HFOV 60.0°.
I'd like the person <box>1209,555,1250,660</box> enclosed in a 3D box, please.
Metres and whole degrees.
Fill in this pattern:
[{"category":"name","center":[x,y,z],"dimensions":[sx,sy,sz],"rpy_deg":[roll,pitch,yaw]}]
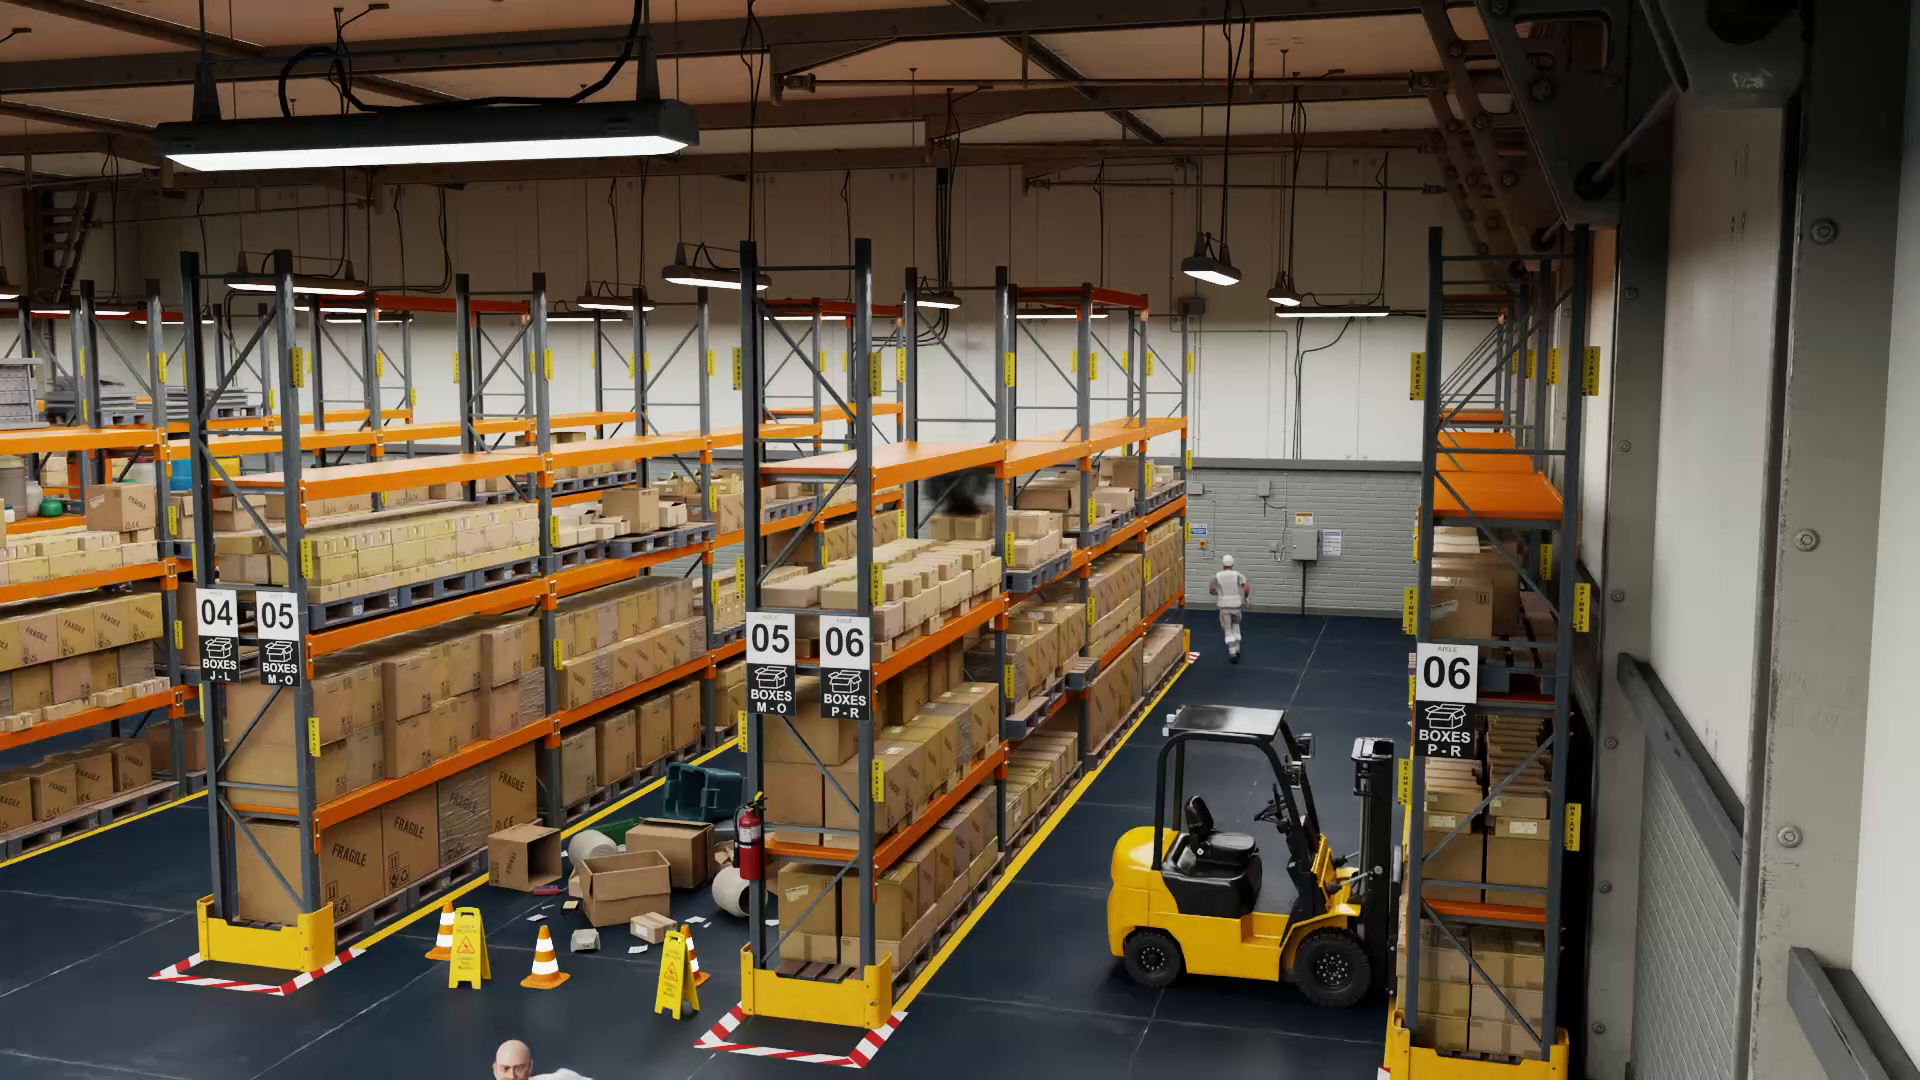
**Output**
[{"category":"person","center":[4.542,1.146,28.113],"dimensions":[0.665,1.799,0.798],"rpy_deg":[1,6,5]}]

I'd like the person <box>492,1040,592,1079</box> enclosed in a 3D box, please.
[{"category":"person","center":[-2.182,3.357,8.431],"dimensions":[0.759,1.728,0.794],"rpy_deg":[-1,6,-10]}]
